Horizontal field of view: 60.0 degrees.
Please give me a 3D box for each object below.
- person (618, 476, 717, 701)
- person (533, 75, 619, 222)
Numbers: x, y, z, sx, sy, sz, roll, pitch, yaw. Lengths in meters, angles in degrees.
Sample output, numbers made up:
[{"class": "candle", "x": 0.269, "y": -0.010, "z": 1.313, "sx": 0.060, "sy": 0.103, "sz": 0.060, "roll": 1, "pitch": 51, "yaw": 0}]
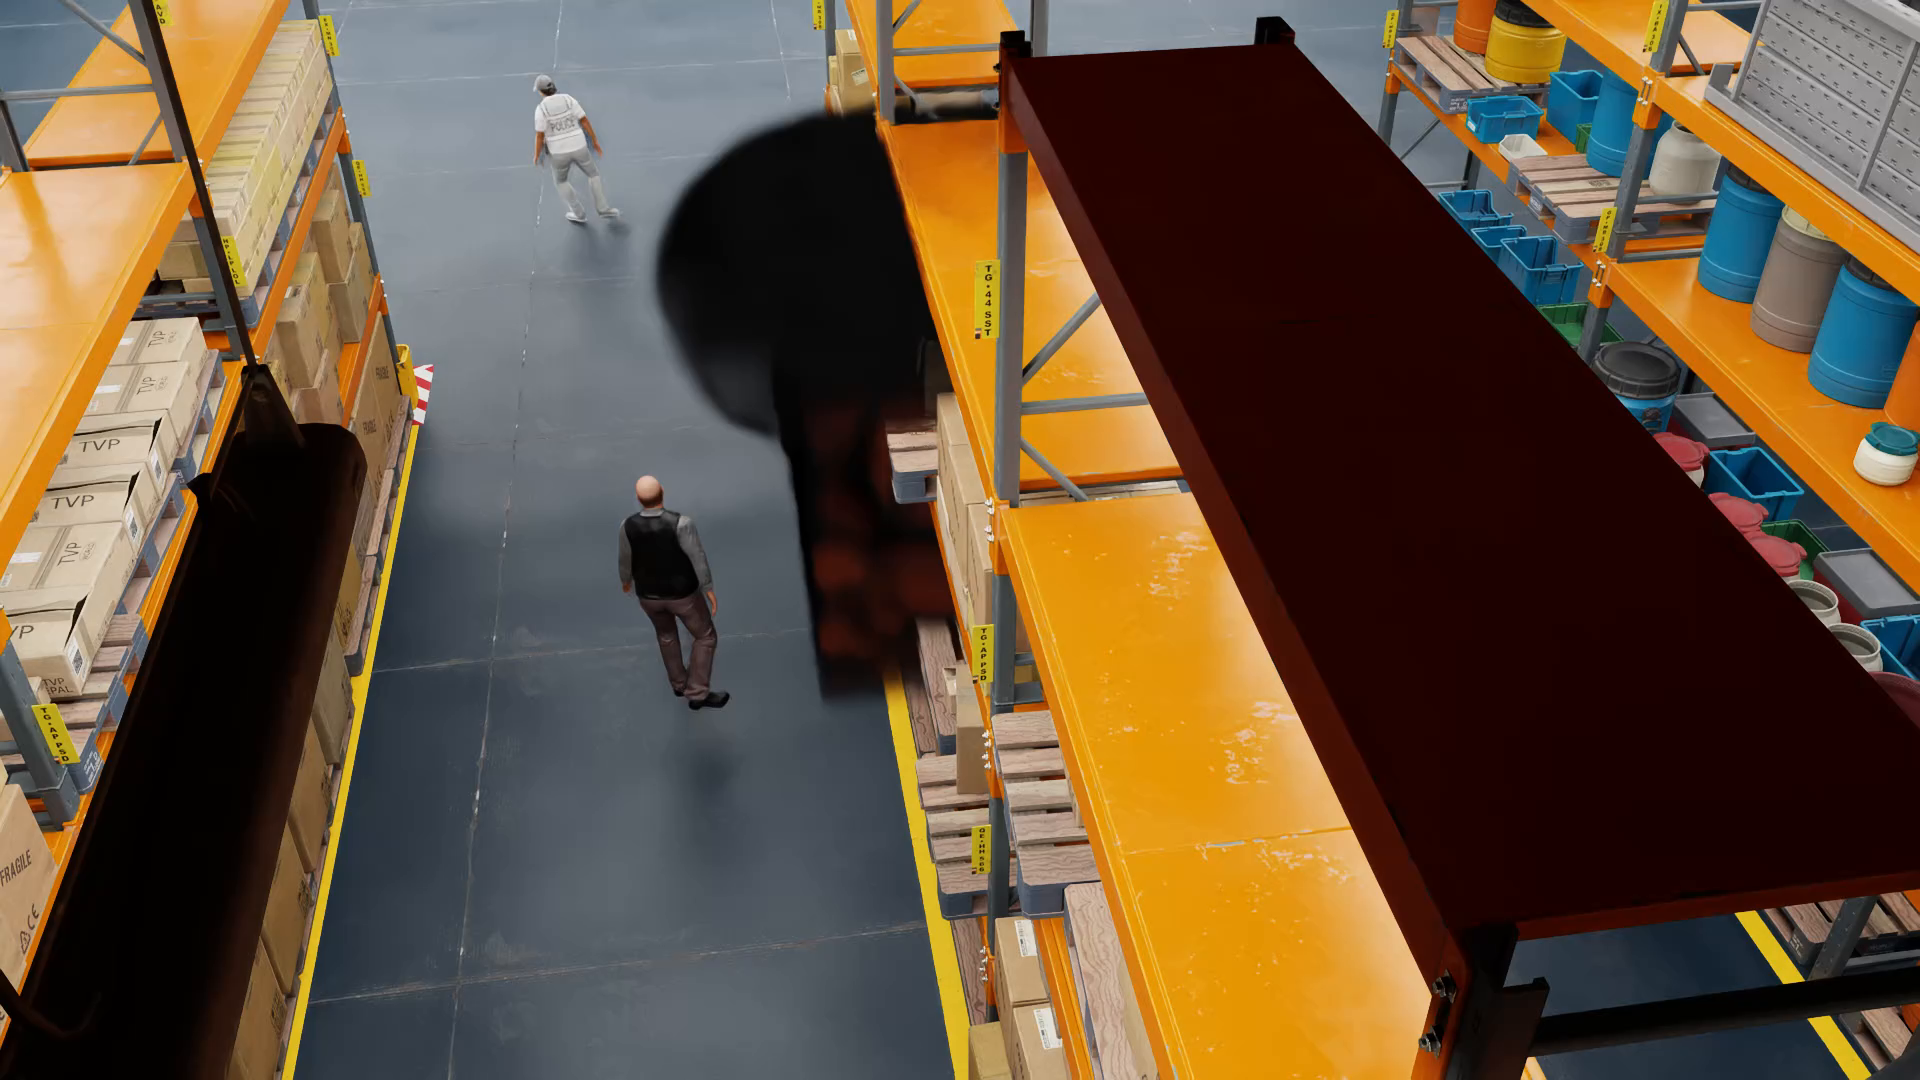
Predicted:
[{"class": "person", "x": -1.989, "y": 0.361, "z": 11.268, "sx": 0.739, "sy": 1.620, "sz": 0.575, "roll": 5, "pitch": 37, "yaw": 6}, {"class": "person", "x": -4.159, "y": -4.162, "z": 17.783, "sx": 0.757, "sy": 1.589, "sz": 0.676, "roll": -18, "pitch": 40, "yaw": -23}]
